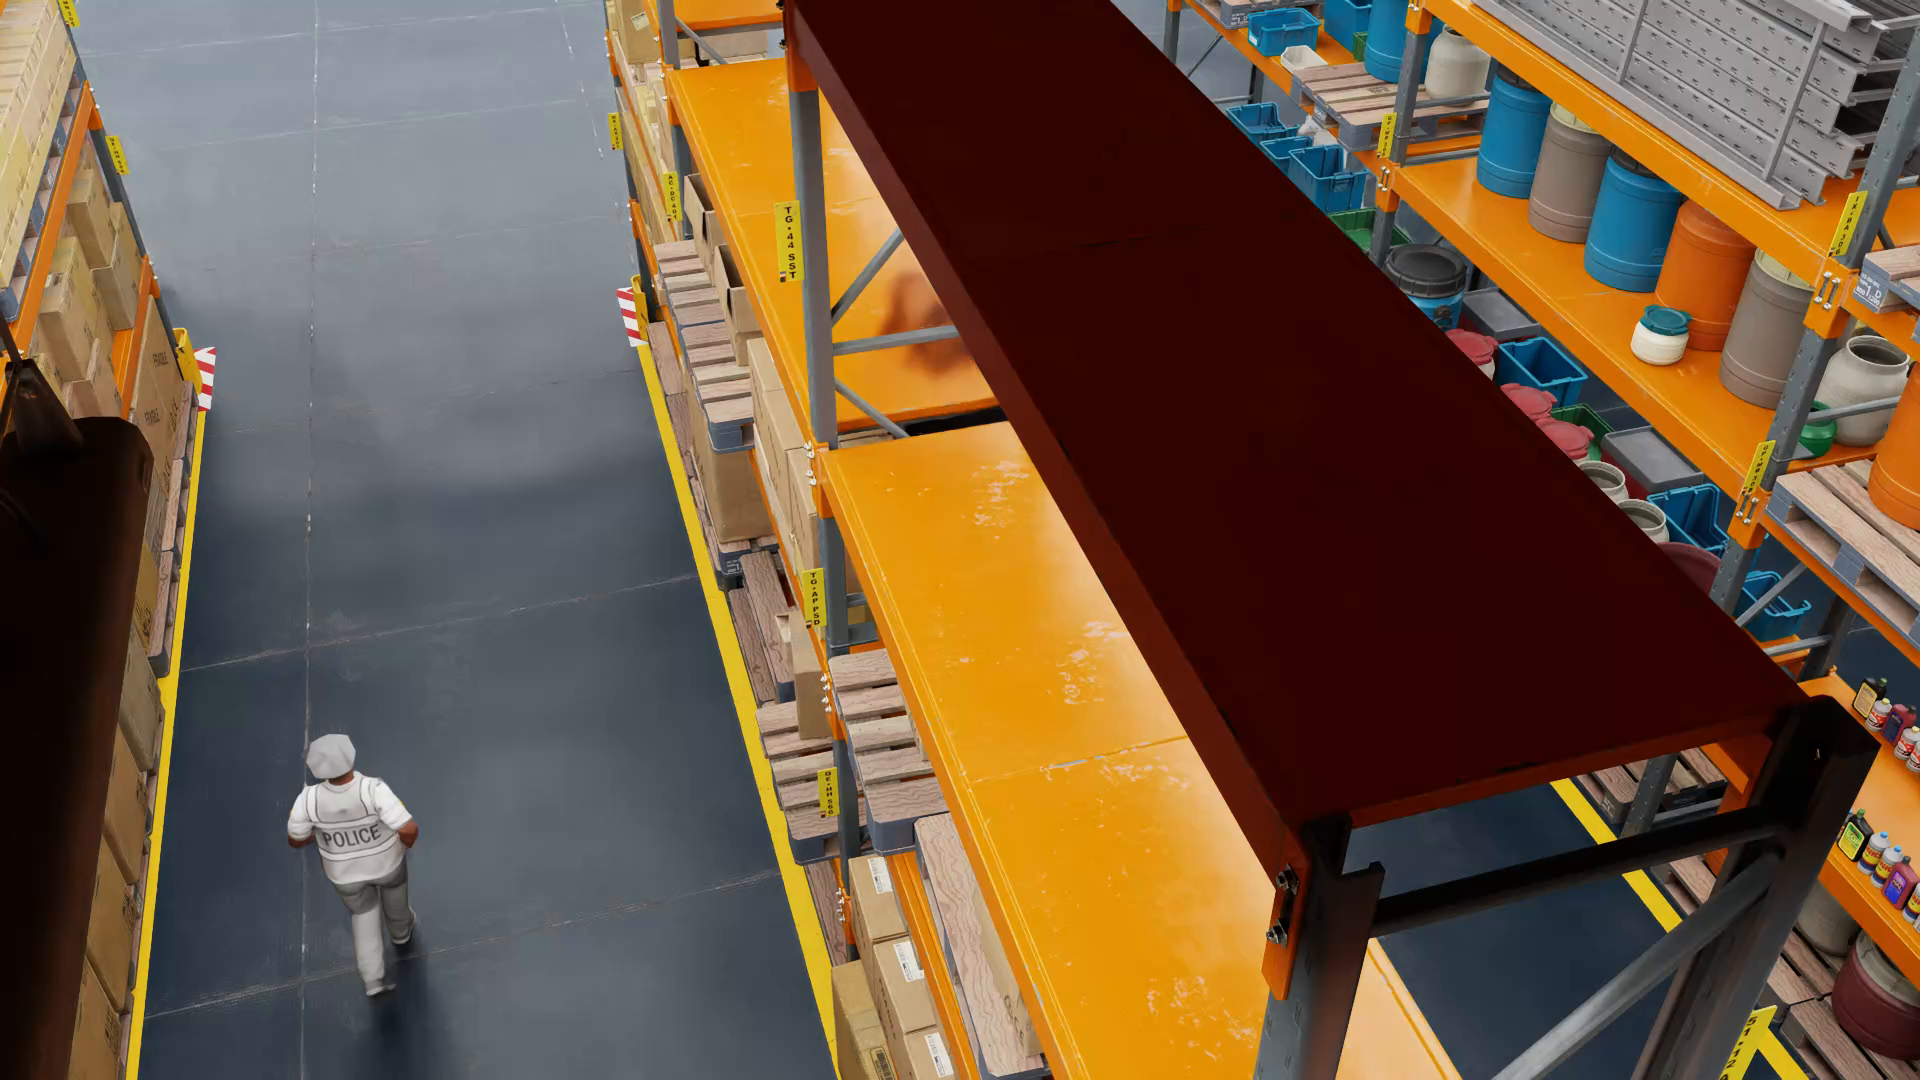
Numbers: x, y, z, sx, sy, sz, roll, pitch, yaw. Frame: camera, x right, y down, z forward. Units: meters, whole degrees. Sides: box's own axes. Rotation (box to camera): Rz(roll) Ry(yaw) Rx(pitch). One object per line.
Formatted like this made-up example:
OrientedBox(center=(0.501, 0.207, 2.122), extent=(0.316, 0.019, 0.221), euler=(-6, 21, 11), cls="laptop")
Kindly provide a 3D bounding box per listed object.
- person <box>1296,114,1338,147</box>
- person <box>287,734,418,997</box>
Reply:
OrientedBox(center=(3.551, -3.904, 16.357), extent=(0.704, 1.721, 0.778), euler=(-24, 44, -27), cls="person")
OrientedBox(center=(-3.284, 1.790, 9.180), extent=(0.675, 1.773, 0.844), euler=(-11, 40, -13), cls="person")
